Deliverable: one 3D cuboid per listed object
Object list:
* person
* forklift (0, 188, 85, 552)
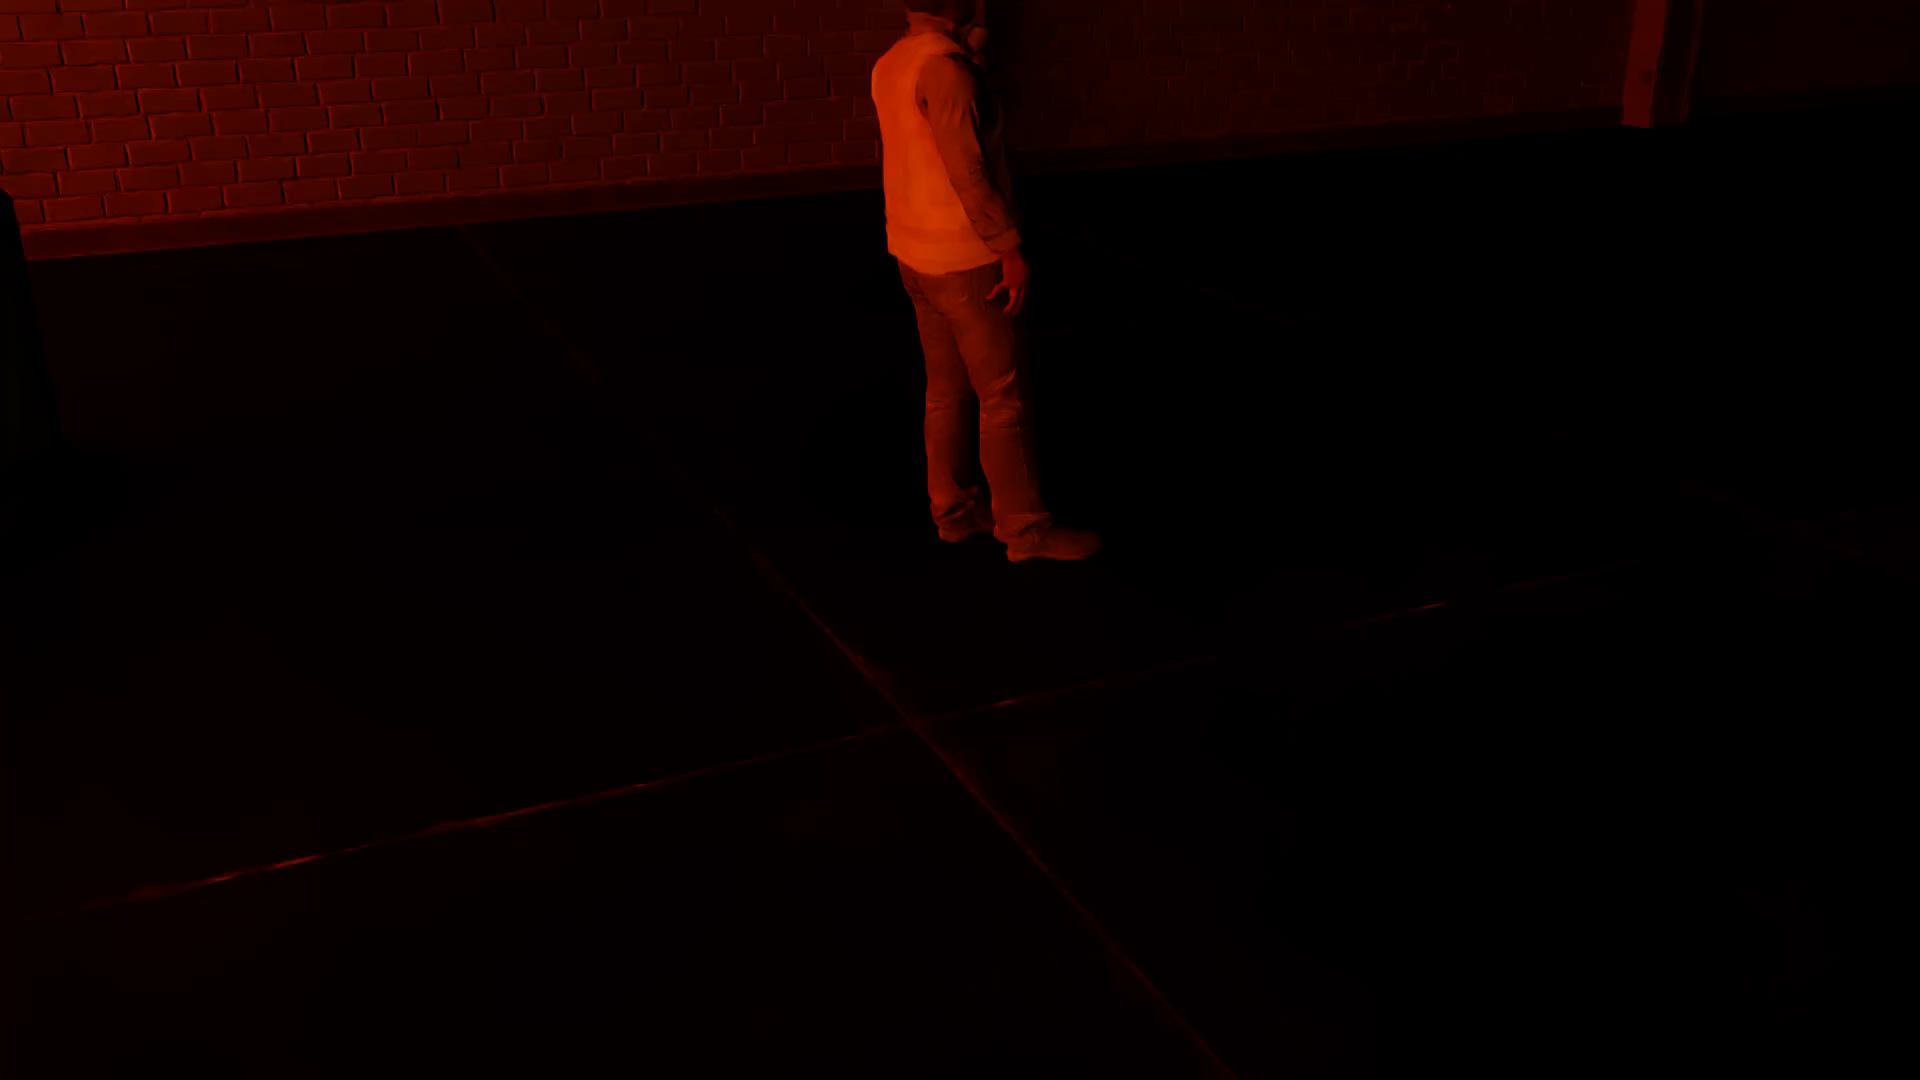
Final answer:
[{"bbox_3d":[0.060,-0.833,4.781,0.567,1.773,0.632,-10,25,-23],"label":"person"},{"bbox_3d":[-4.090,-1.091,3.913,1.130,2.935,3.031,21,30,41],"label":"forklift"}]
